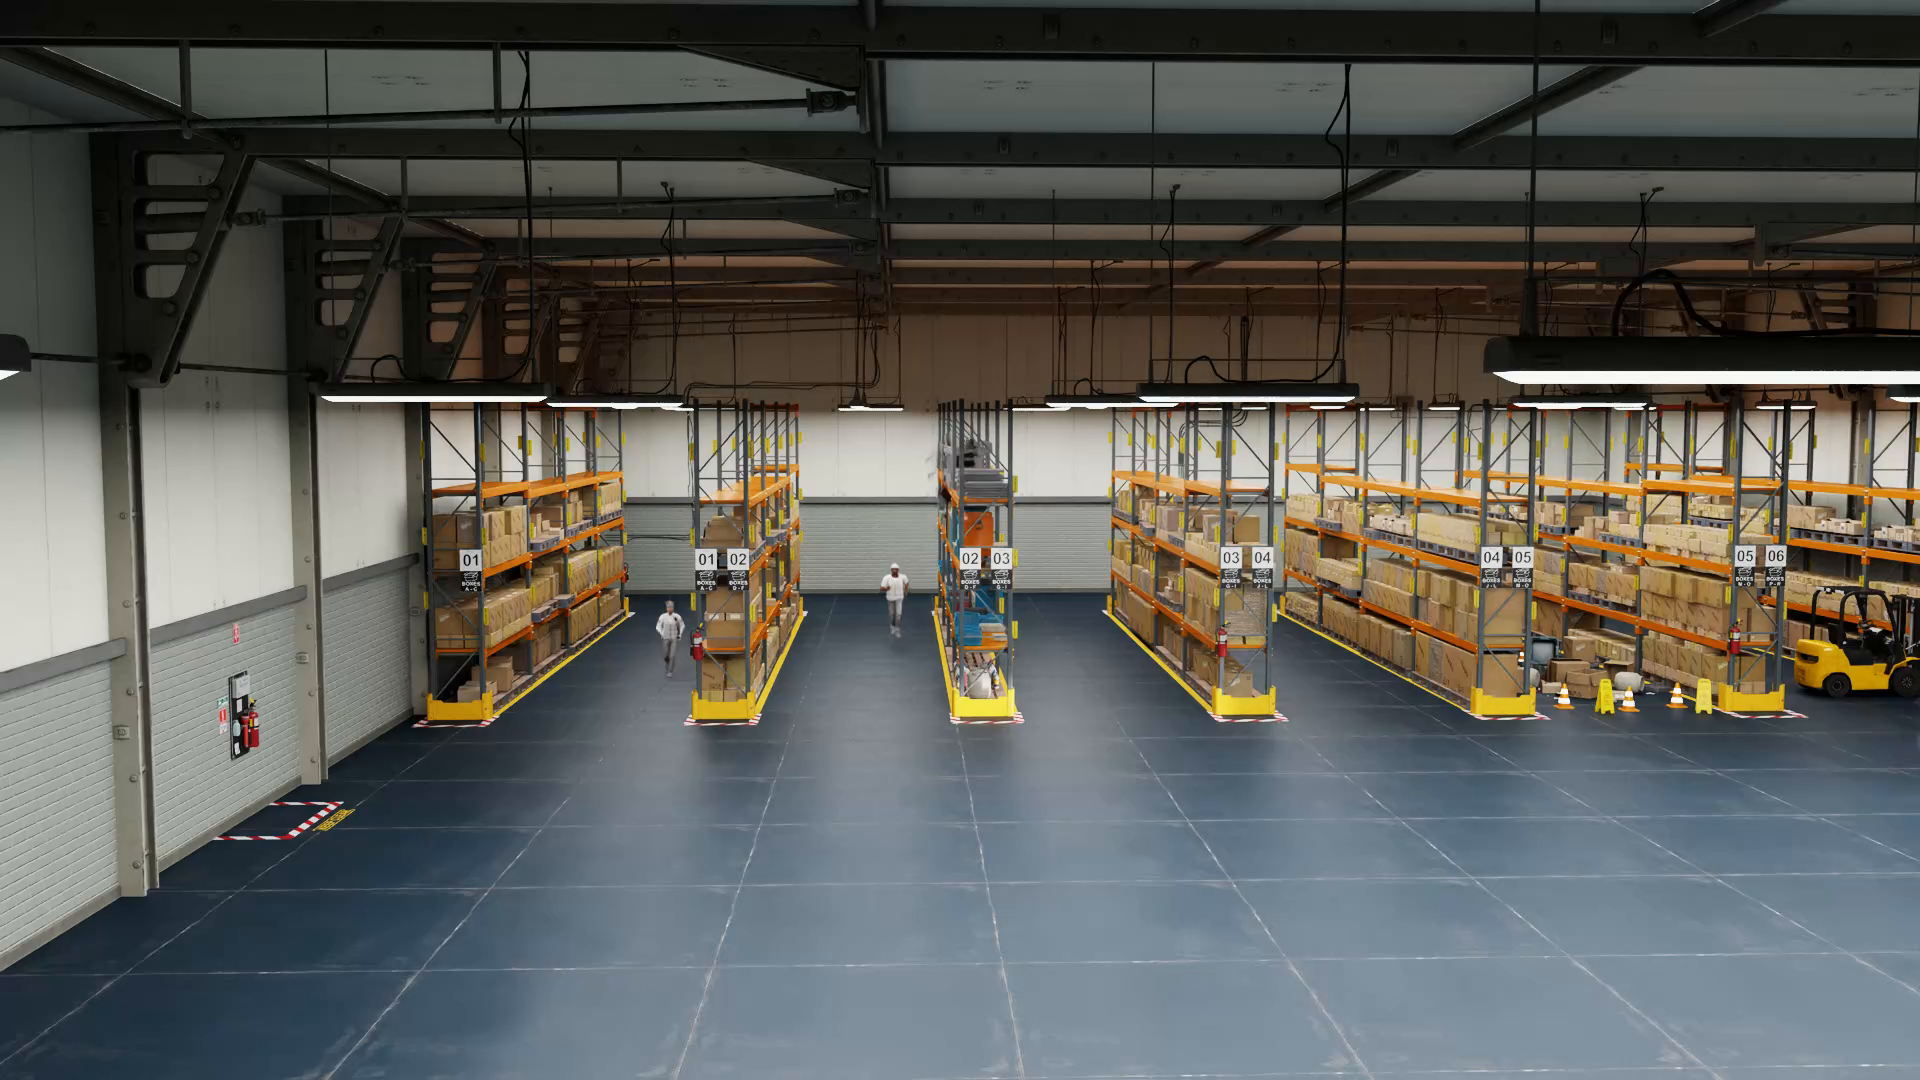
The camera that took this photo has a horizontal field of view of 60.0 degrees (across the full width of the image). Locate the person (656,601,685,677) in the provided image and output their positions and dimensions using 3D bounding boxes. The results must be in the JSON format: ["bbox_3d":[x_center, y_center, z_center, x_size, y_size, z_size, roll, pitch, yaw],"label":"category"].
[{"bbox_3d":[-6.310,2.141,36.268,0.616,1.657,0.620,-1,4,-8],"label":"person"}]

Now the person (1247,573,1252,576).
[{"bbox_3d":[8.566,1.257,48.375,0.532,1.621,0.618,-3,5,-38],"label":"person"}]

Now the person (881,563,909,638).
[{"bbox_3d":[-1.603,1.473,40.933,0.688,1.800,0.864,0,4,-2],"label":"person"}]
